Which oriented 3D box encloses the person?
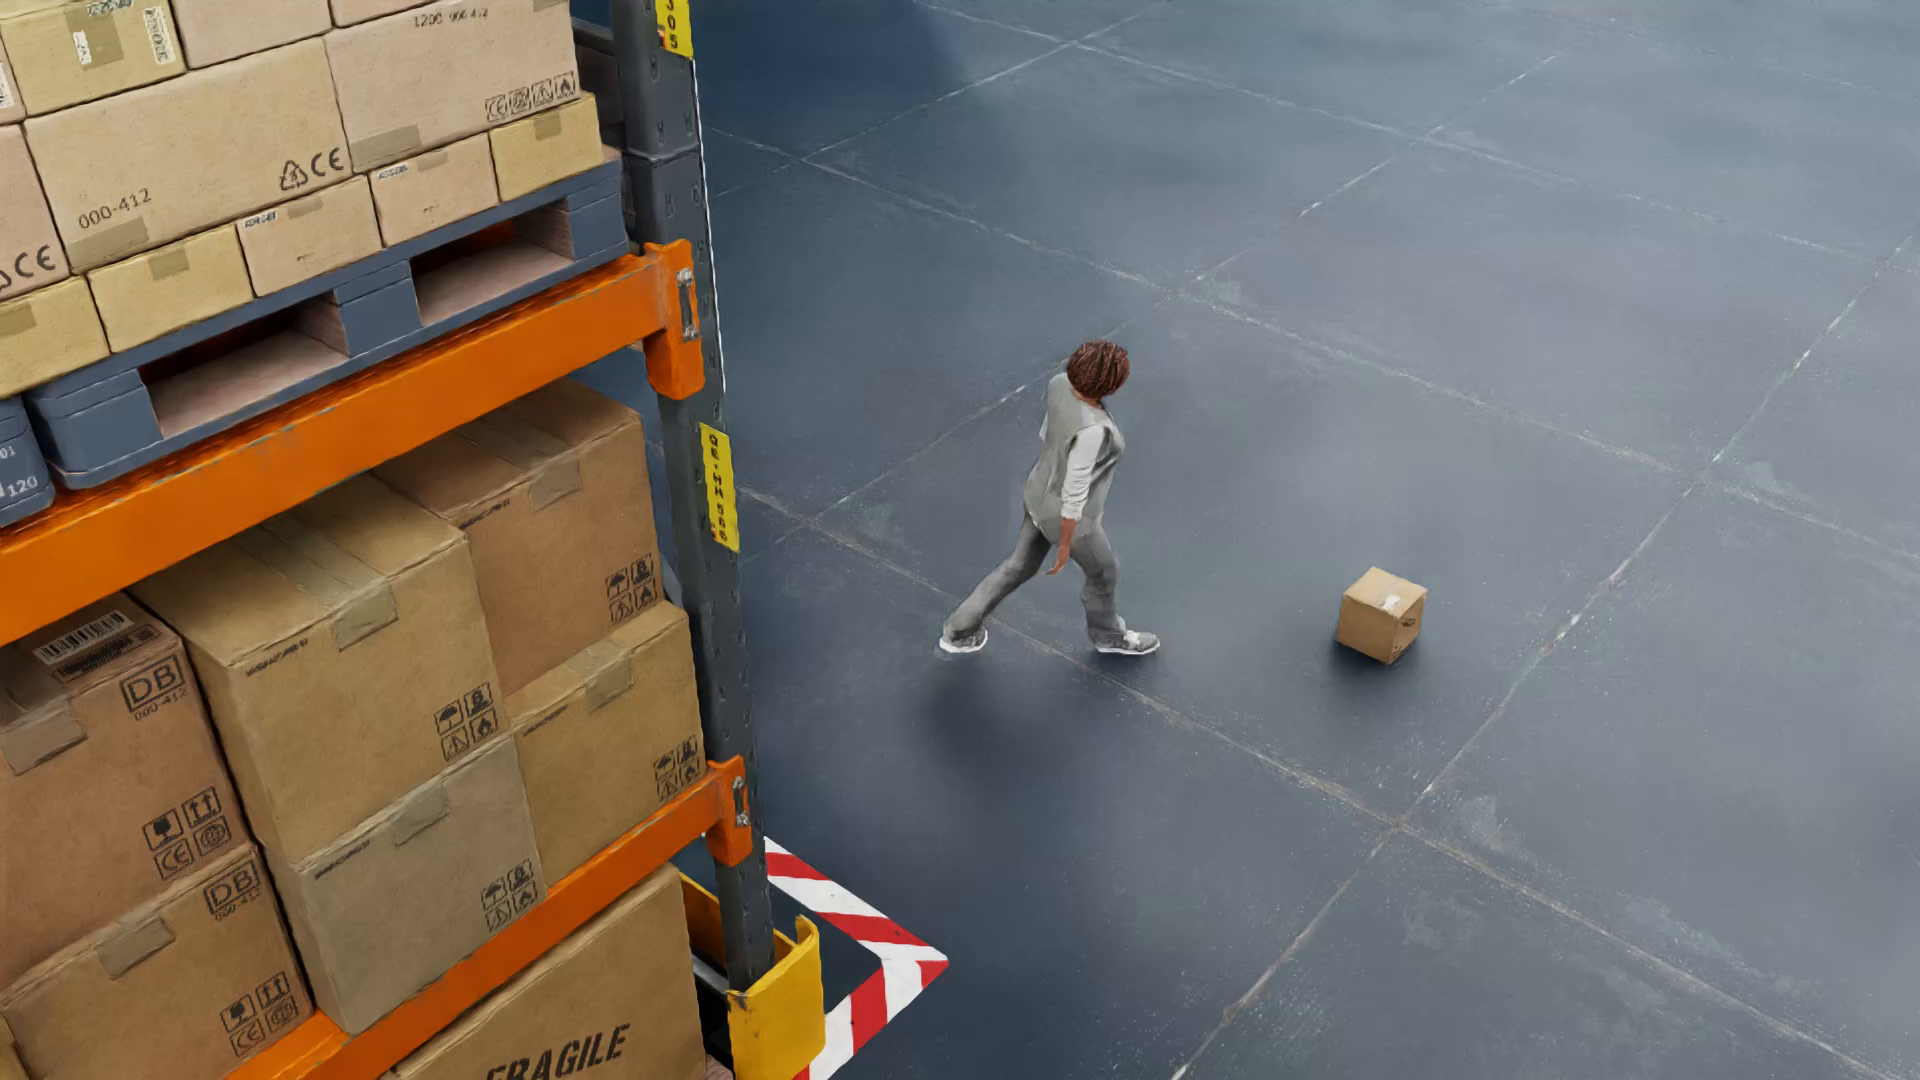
[{"bbox_3d":[0.373,-0.124,6.342,0.920,1.541,0.504,-7,36,-10],"label":"person"}]
